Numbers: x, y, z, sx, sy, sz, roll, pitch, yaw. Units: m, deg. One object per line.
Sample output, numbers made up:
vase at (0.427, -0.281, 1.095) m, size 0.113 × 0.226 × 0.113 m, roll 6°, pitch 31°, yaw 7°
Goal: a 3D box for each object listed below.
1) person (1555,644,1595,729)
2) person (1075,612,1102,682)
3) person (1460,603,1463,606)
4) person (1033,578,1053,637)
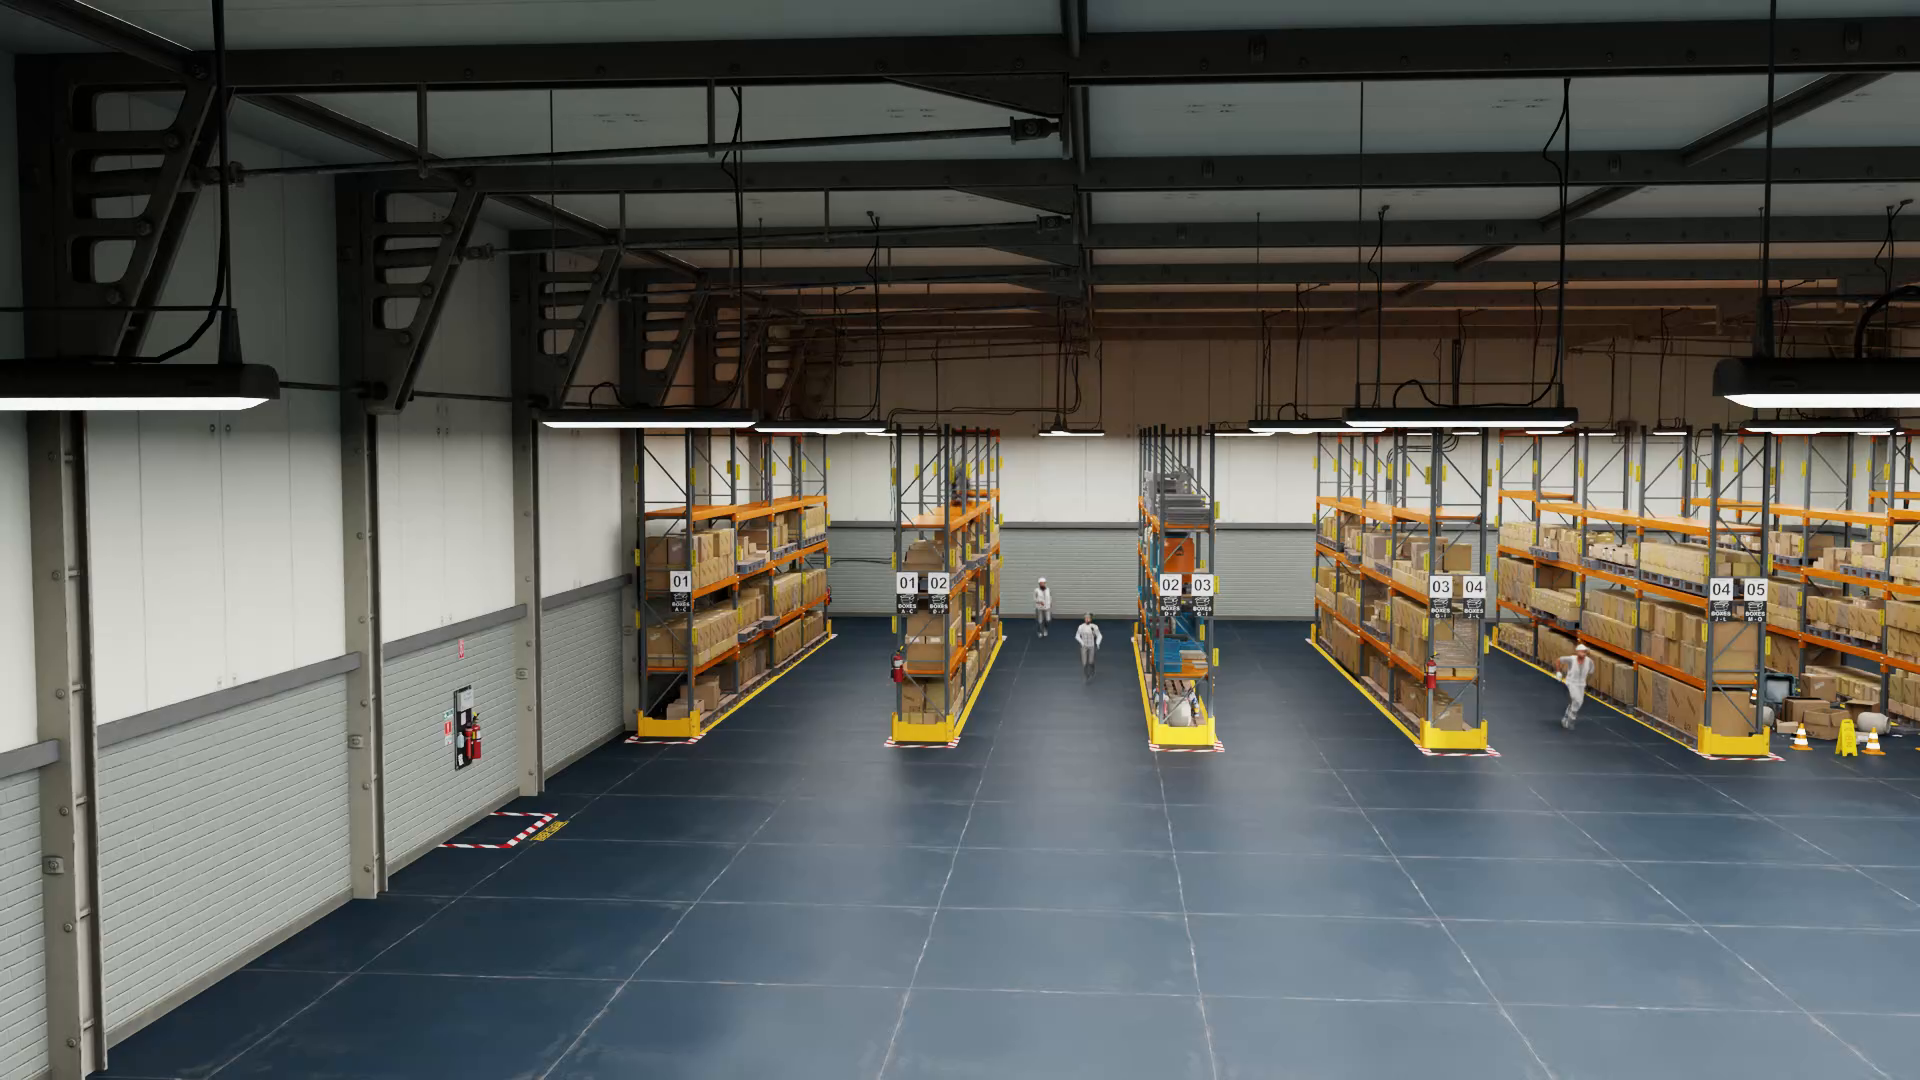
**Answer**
person at (12.041, 2.862, 32.505) m, size 0.642 × 1.700 × 0.888 m, roll -1°, pitch 4°, yaw -11°
person at (3.017, 2.522, 39.135) m, size 0.612 × 1.658 × 0.524 m, roll 1°, pitch 4°, yaw 10°
person at (14.322, 2.068, 46.938) m, size 0.523 × 1.614 × 0.646 m, roll -2°, pitch 4°, yaw -35°
person at (2.387, 1.945, 47.661) m, size 0.634 × 1.728 × 0.720 m, roll -1°, pitch 4°, yaw -12°
